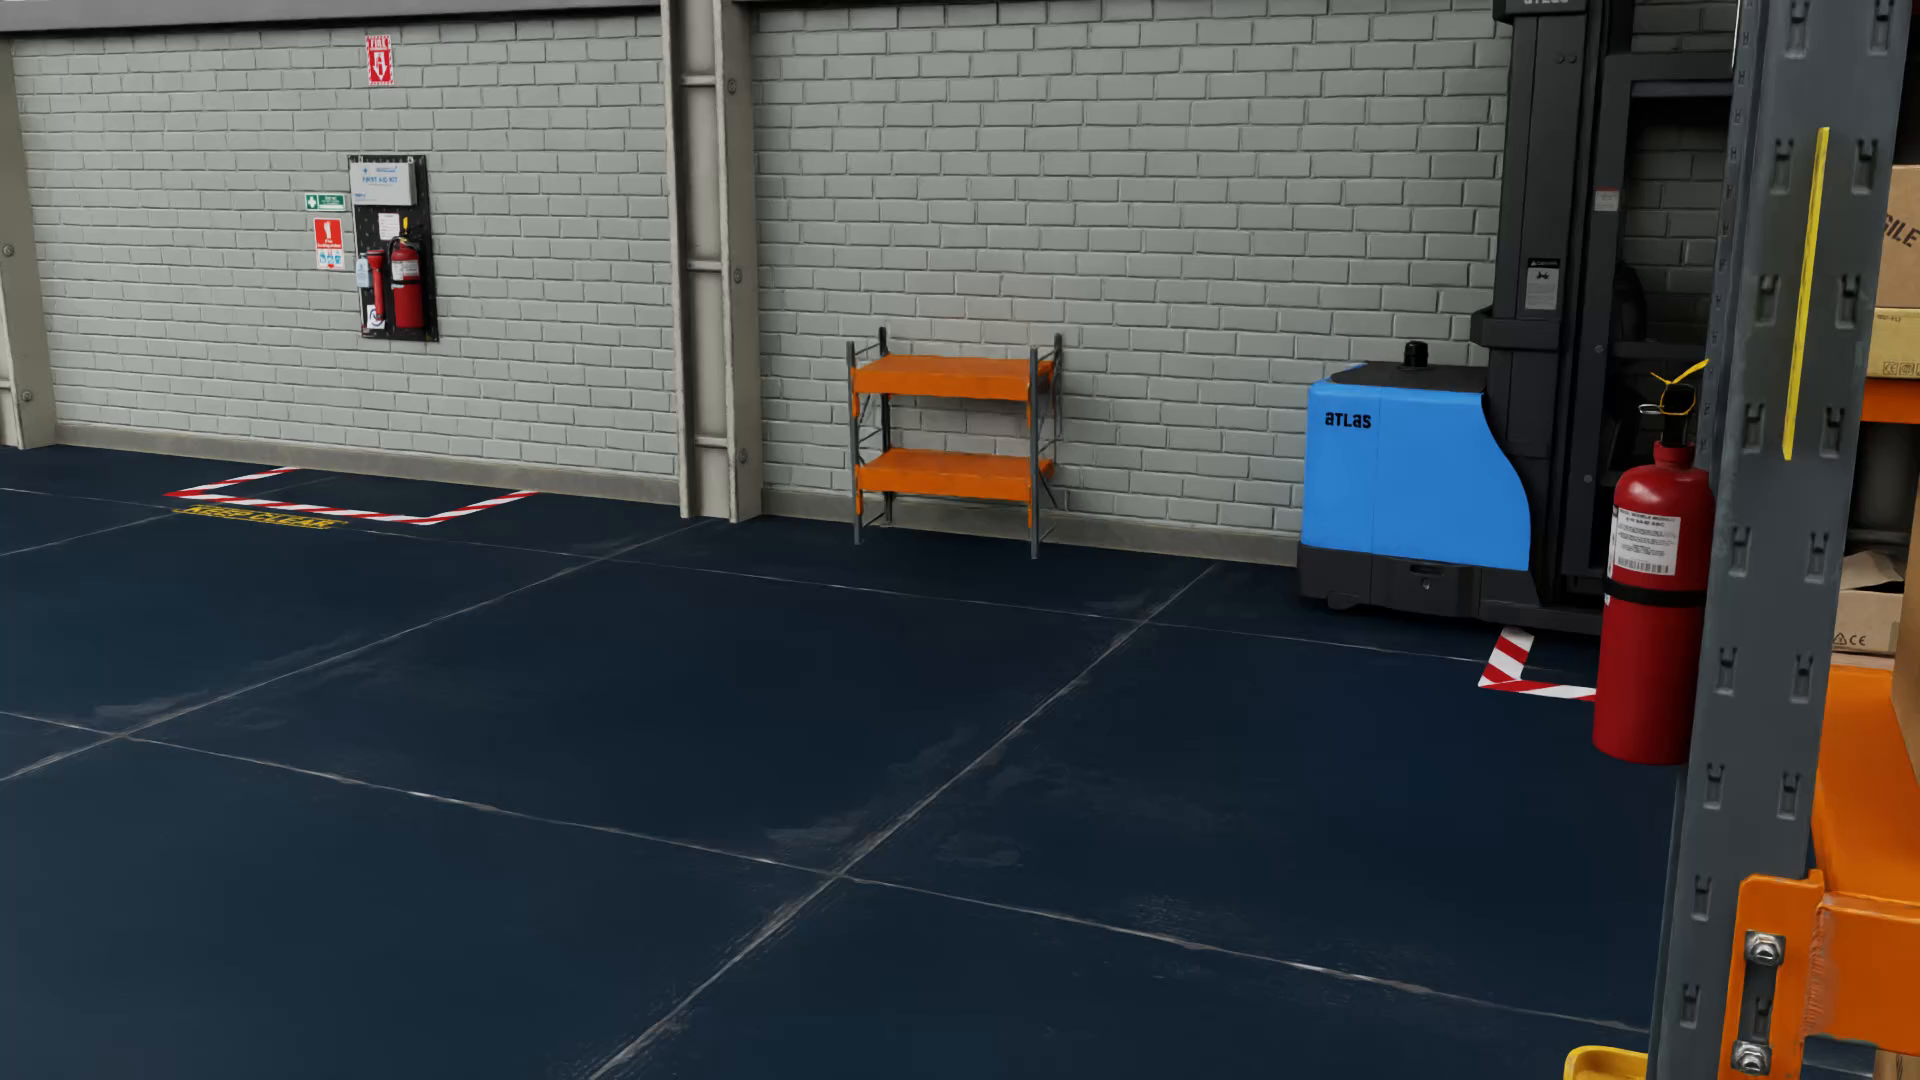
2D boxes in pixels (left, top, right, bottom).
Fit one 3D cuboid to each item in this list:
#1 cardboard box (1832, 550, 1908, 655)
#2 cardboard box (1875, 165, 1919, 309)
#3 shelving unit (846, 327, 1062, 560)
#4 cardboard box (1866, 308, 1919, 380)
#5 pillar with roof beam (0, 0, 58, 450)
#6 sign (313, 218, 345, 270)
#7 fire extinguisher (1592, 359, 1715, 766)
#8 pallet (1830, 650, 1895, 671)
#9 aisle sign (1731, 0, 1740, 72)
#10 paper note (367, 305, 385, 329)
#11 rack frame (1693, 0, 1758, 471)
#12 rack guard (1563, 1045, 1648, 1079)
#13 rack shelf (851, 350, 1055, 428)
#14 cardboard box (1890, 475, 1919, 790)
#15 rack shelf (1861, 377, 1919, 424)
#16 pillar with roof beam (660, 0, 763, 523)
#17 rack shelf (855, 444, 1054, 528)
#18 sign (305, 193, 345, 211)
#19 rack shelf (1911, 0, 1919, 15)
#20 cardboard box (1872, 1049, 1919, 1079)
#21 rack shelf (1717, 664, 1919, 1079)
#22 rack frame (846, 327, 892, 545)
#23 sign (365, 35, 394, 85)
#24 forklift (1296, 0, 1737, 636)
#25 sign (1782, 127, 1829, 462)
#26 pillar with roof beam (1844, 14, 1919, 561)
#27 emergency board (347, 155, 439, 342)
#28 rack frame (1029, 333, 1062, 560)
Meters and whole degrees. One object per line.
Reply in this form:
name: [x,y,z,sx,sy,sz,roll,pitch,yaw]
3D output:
cardboard box: [3.679,0.240,6.588,0.500,0.311,0.500,4,14,17]
cardboard box: [3.398,-1.132,6.157,0.500,0.500,0.500,6,14,23]
shelving unit: [-0.016,-0.541,9.035,1.048,1.125,0.538,5,17,19]
cardboard box: [3.401,-0.763,6.224,0.500,0.250,0.500,5,14,22]
pillar with roof beam: [-8.642,-4.185,7.392,0.400,9.000,9.100,6,14,23]
sign: [-4.120,-1.935,10.858,0.234,0.329,0.001,6,14,23]
fire extinguisher: [1.160,0.027,2.742,0.183,0.674,0.296,6,14,23]
pallet: [3.881,0.510,6.621,1.213,0.211,1.003,6,14,23]
aisle sign: [2.896,-2.147,6.148,0.004,0.787,0.394,6,14,23]
paper note: [-3.790,-1.447,10.784,0.142,0.148,0.016,6,14,23]
rack frame: [3.083,-0.937,6.684,0.127,3.000,1.000,6,14,23]
rack guard: [1.058,1.312,2.568,0.348,0.500,1.175,6,14,23]
rack shelf: [-0.022,-0.821,8.953,1.000,0.278,0.538,5,17,19]
cardboard box: [1.502,0.095,2.066,0.500,0.500,0.700,6,14,23]
rack shelf: [4.912,-0.402,5.977,4.000,0.370,1.077,6,14,23]
pillar with roof beam: [-3.156,-3.630,5.026,0.400,9.000,9.100,6,14,23]
rack shelf: [-0.011,-0.306,9.104,1.000,0.278,0.538,5,17,19]
sign: [-4.119,-2.191,10.788,0.331,0.109,0.001,6,14,23]
rack shelf: [4.912,-1.862,5.635,4.000,0.370,1.077,6,14,23]
cardboard box: [1.691,0.854,2.507,0.500,0.500,0.500,6,14,23]
rack shelf: [2.909,0.633,1.566,4.000,0.370,1.077,6,14,23]
rack frame: [-0.495,-0.579,9.202,0.032,1.125,0.500,5,17,19]
sign: [-3.623,-2.995,10.379,0.199,0.298,0.001,6,14,23]
forklift: [3.136,-1.039,7.268,3.031,2.935,1.130,7,15,28]
sign: [0.850,-0.247,1.673,0.005,0.325,0.100,6,14,23]
pillar with roof beam: [2.330,-3.075,2.660,0.400,9.000,9.100,6,14,23]
emergency board: [-3.656,-1.845,10.552,0.643,1.169,0.194,6,14,23]
rack frame: [0.463,-0.502,8.869,0.032,1.125,0.500,5,17,19]
